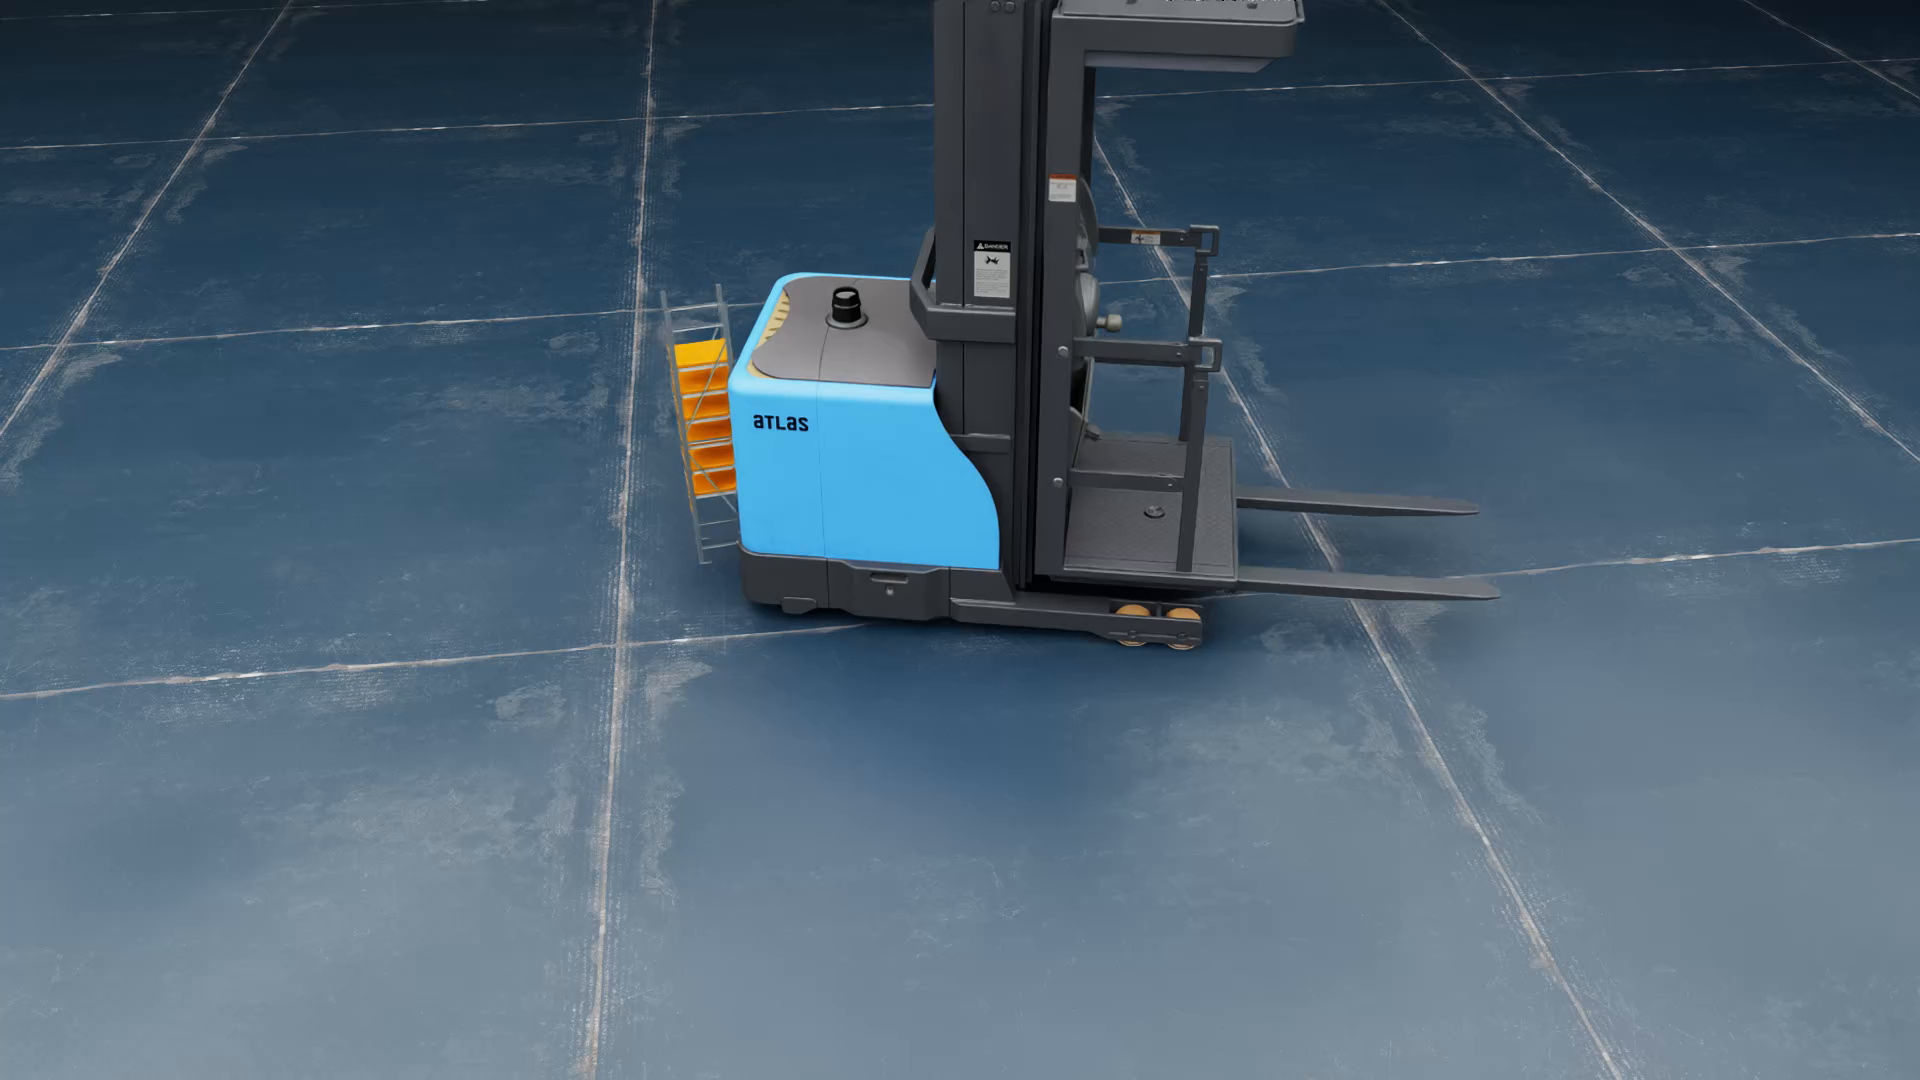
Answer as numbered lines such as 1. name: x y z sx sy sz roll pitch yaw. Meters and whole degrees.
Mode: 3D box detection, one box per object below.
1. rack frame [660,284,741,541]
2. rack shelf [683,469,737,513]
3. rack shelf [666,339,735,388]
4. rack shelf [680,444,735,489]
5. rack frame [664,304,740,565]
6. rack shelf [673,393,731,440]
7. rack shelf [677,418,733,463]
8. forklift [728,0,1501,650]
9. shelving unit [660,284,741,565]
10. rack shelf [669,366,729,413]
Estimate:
1. rack frame: -1.052 -0.506 6.919 0.240 1.200 0.006 -9 36 -10
2. rack shelf: -1.024 -0.222 7.009 0.258 0.103 0.180 -9 36 -10
3. rack shelf: -1.038 -0.714 6.665 0.258 0.103 0.180 -9 36 -10
4. rack shelf: -1.026 -0.321 6.940 0.258 0.103 0.180 -9 36 -10
5. rack frame: -1.009 -0.405 6.773 0.240 1.200 0.006 -9 36 -10
6. rack shelf: -1.032 -0.518 6.803 0.258 0.103 0.180 -9 36 -10
7. rack shelf: -1.029 -0.419 6.871 0.258 0.103 0.180 -9 36 -10
8. forklift: 0.662 -1.092 6.250 3.031 2.935 1.130 4 34 6
9. shelving unit: -1.030 -0.456 6.846 0.258 1.200 0.189 -9 36 -10
10. rack shelf: -1.035 -0.616 6.734 0.258 0.103 0.180 -9 36 -10
